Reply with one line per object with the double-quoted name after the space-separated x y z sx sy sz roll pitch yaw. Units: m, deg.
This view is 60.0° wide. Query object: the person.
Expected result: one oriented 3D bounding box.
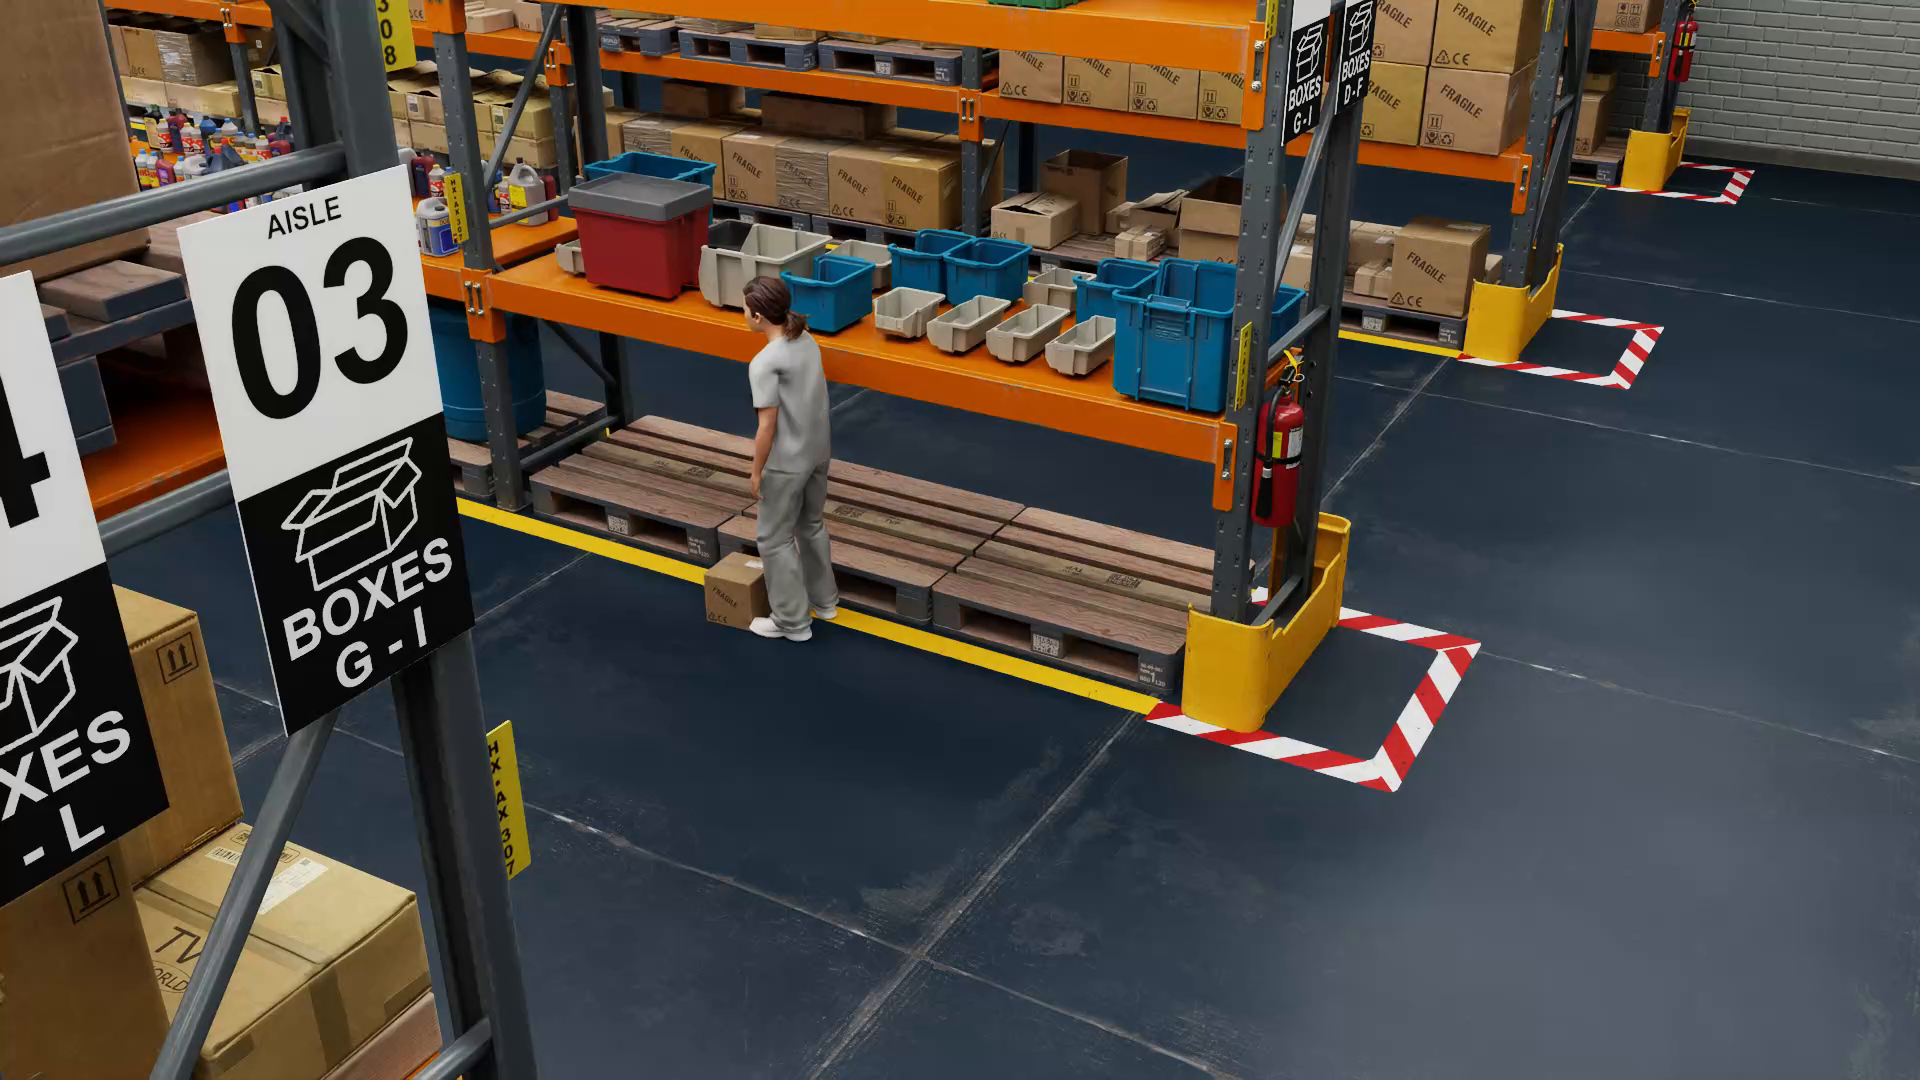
-0.753 -0.353 7.319 0.354 1.673 0.490 14 30 26 "person"
